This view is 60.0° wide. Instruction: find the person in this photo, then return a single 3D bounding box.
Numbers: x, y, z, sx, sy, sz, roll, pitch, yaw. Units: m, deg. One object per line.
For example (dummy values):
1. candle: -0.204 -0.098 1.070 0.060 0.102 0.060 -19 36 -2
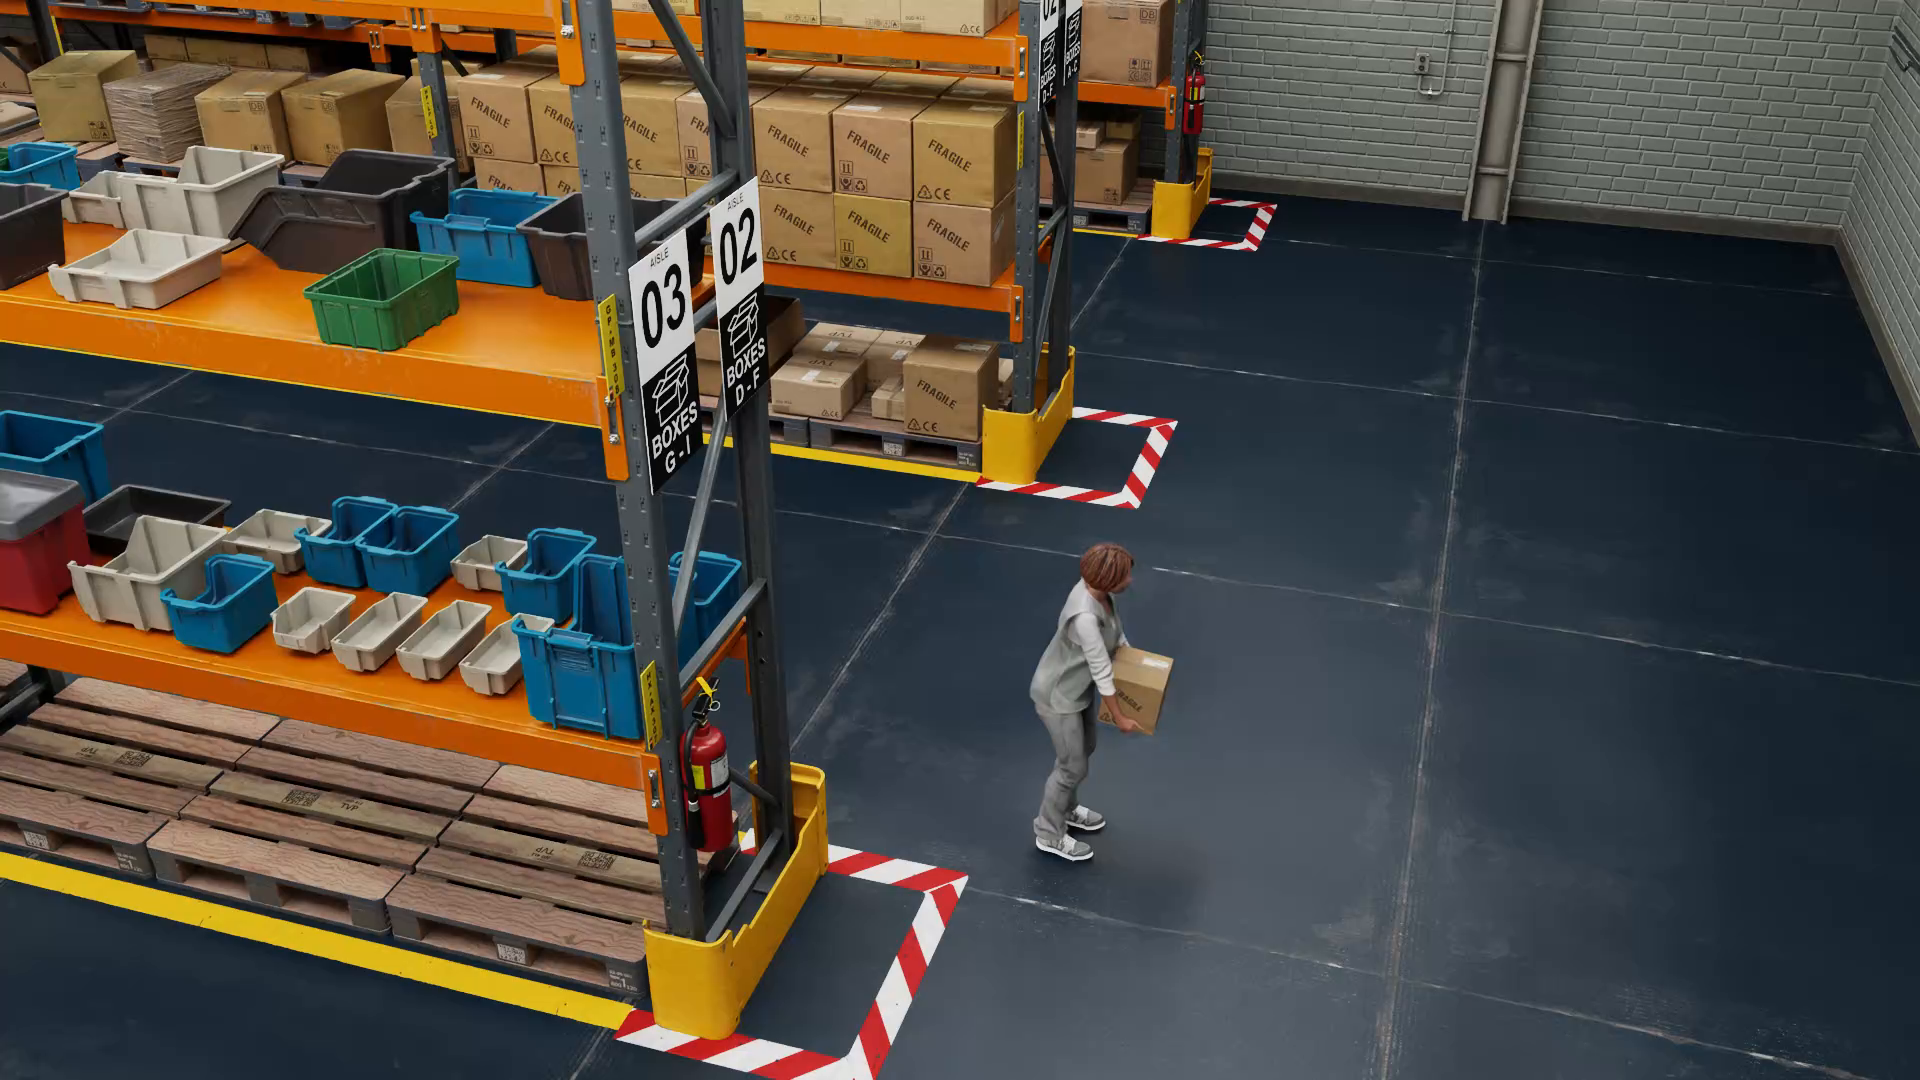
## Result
1. person: 0.570 0.700 7.302 0.527 1.576 0.374 8 31 14
